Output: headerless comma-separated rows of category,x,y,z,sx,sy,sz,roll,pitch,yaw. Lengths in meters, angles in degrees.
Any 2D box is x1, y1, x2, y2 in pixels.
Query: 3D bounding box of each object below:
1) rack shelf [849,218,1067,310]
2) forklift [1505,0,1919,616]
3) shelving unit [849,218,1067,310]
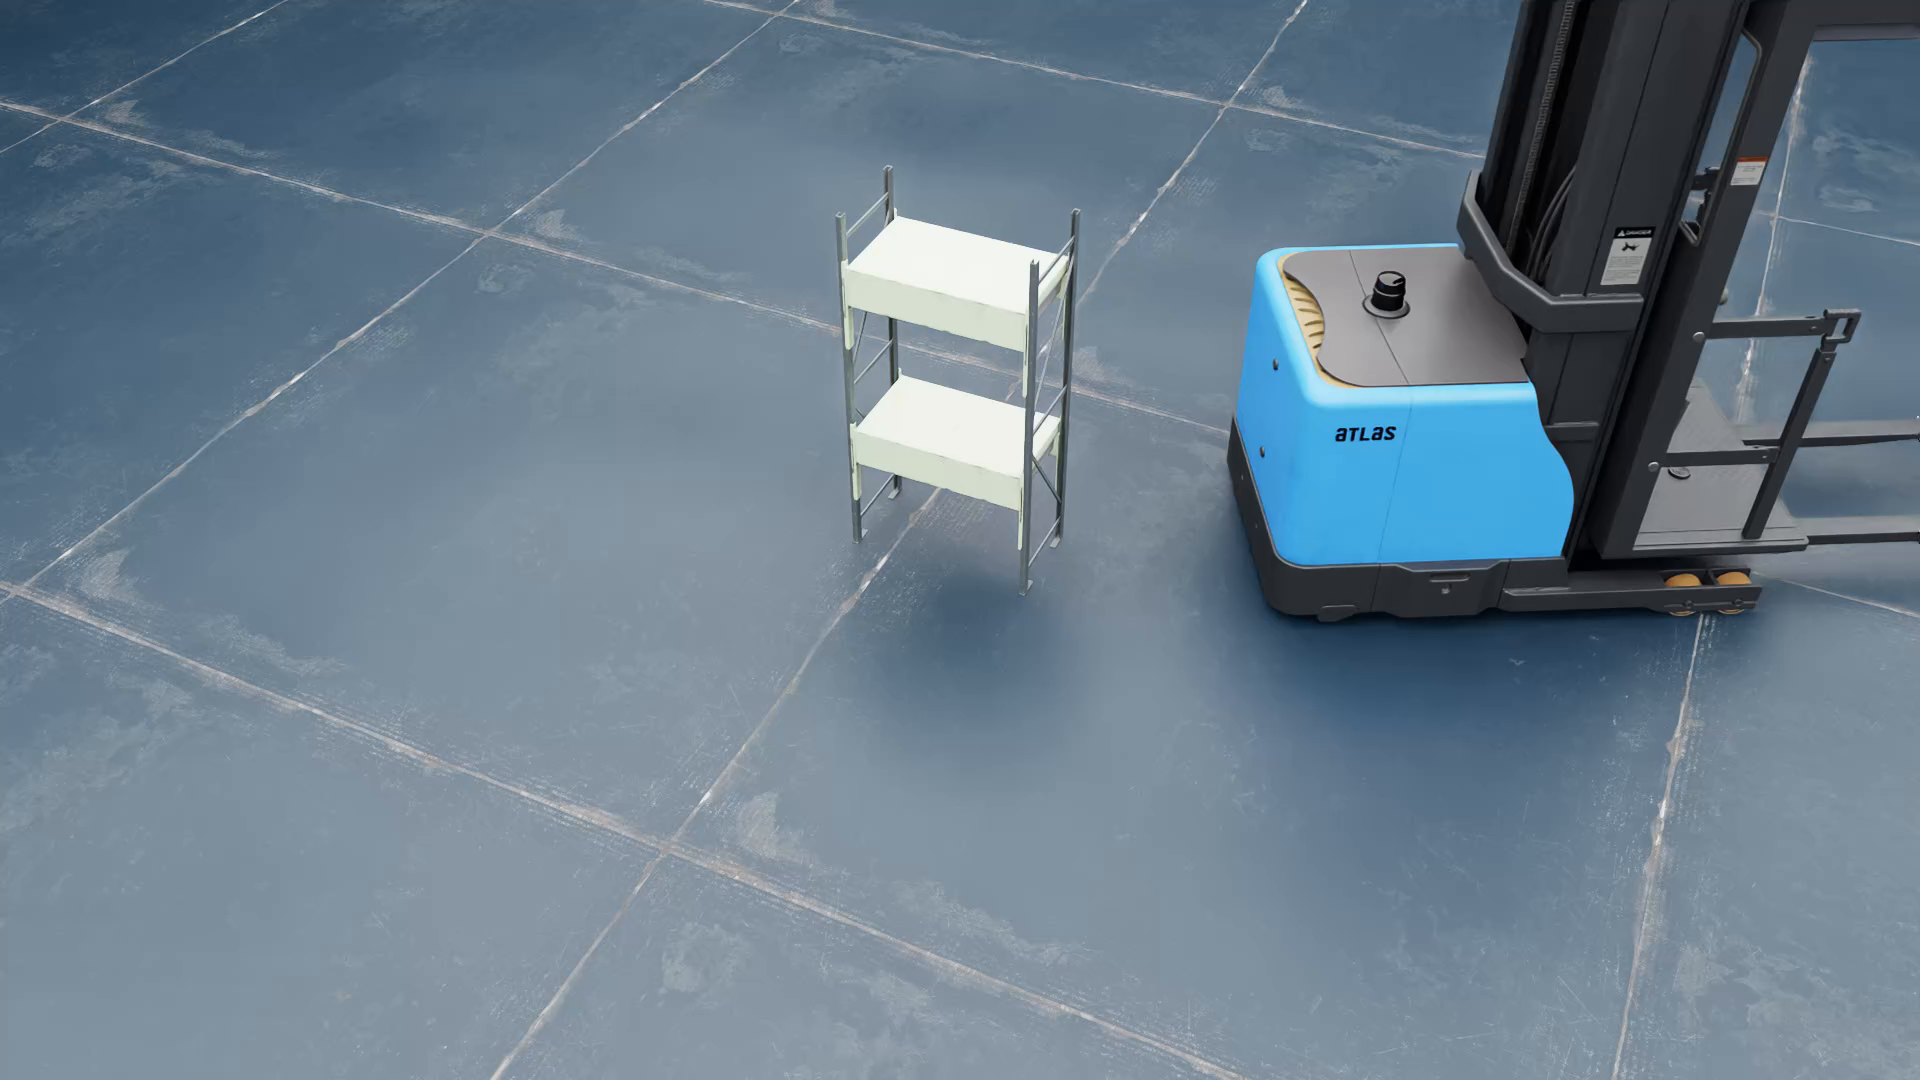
rack shelf,-0.006,-0.964,5.918,0.686,0.052,0.368,17,44,19
forklift,3.093,-1.100,5.933,2.170,2.733,1.118,-2,41,-2
shelving unit,-0.006,-0.964,5.918,0.686,0.052,0.368,17,44,19
